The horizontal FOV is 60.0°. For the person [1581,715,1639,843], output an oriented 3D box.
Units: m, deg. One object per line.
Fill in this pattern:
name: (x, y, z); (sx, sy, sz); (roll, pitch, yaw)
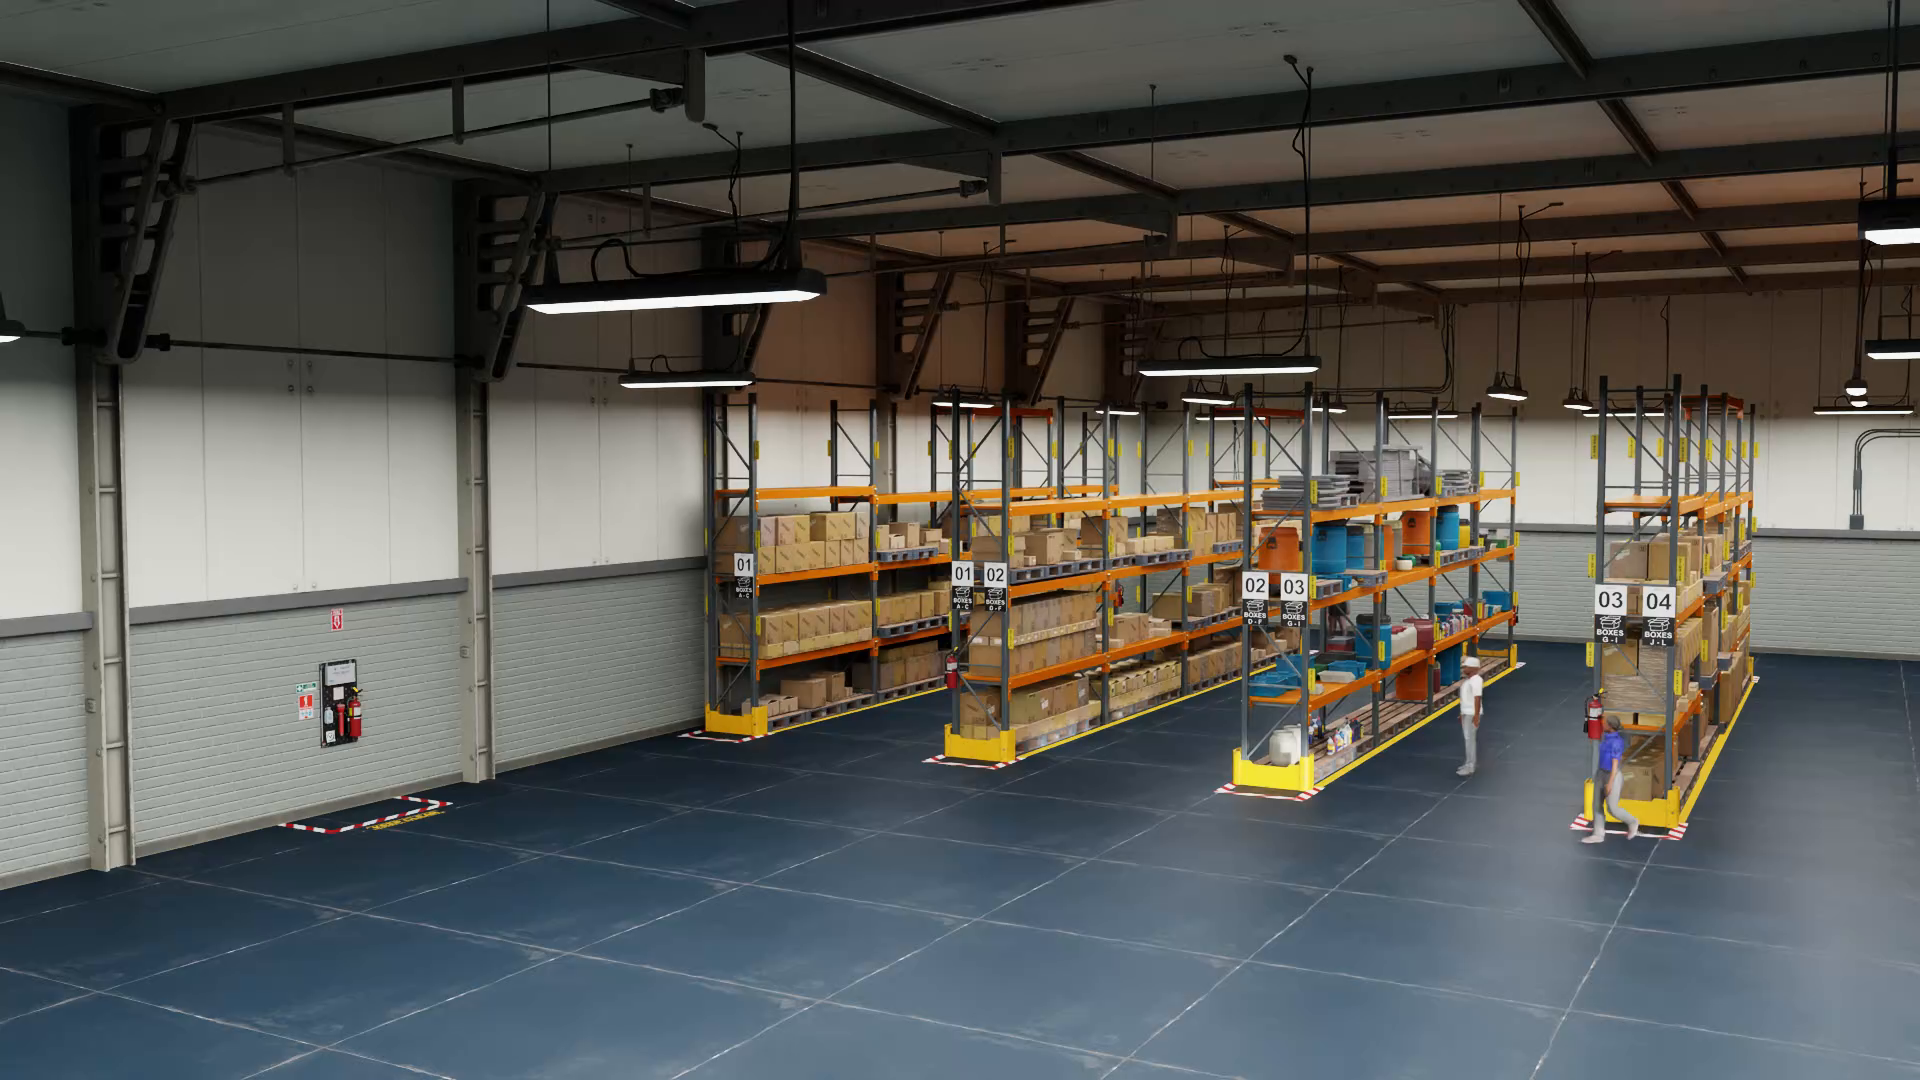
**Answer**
person: (8.271, 3.089, 21.083); (0.660, 1.539, 0.420); (-1, 3, -18)

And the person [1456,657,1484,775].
person: (7.896, 2.718, 25.855); (0.469, 1.774, 0.668); (0, 3, 4)

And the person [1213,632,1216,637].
person: (6.484, 1.906, 43.014); (0.462, 1.580, 0.520); (1, 3, 11)

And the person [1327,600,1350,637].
person: (9.441, 1.892, 41.496); (0.658, 1.662, 1.022); (0, 3, -1)
